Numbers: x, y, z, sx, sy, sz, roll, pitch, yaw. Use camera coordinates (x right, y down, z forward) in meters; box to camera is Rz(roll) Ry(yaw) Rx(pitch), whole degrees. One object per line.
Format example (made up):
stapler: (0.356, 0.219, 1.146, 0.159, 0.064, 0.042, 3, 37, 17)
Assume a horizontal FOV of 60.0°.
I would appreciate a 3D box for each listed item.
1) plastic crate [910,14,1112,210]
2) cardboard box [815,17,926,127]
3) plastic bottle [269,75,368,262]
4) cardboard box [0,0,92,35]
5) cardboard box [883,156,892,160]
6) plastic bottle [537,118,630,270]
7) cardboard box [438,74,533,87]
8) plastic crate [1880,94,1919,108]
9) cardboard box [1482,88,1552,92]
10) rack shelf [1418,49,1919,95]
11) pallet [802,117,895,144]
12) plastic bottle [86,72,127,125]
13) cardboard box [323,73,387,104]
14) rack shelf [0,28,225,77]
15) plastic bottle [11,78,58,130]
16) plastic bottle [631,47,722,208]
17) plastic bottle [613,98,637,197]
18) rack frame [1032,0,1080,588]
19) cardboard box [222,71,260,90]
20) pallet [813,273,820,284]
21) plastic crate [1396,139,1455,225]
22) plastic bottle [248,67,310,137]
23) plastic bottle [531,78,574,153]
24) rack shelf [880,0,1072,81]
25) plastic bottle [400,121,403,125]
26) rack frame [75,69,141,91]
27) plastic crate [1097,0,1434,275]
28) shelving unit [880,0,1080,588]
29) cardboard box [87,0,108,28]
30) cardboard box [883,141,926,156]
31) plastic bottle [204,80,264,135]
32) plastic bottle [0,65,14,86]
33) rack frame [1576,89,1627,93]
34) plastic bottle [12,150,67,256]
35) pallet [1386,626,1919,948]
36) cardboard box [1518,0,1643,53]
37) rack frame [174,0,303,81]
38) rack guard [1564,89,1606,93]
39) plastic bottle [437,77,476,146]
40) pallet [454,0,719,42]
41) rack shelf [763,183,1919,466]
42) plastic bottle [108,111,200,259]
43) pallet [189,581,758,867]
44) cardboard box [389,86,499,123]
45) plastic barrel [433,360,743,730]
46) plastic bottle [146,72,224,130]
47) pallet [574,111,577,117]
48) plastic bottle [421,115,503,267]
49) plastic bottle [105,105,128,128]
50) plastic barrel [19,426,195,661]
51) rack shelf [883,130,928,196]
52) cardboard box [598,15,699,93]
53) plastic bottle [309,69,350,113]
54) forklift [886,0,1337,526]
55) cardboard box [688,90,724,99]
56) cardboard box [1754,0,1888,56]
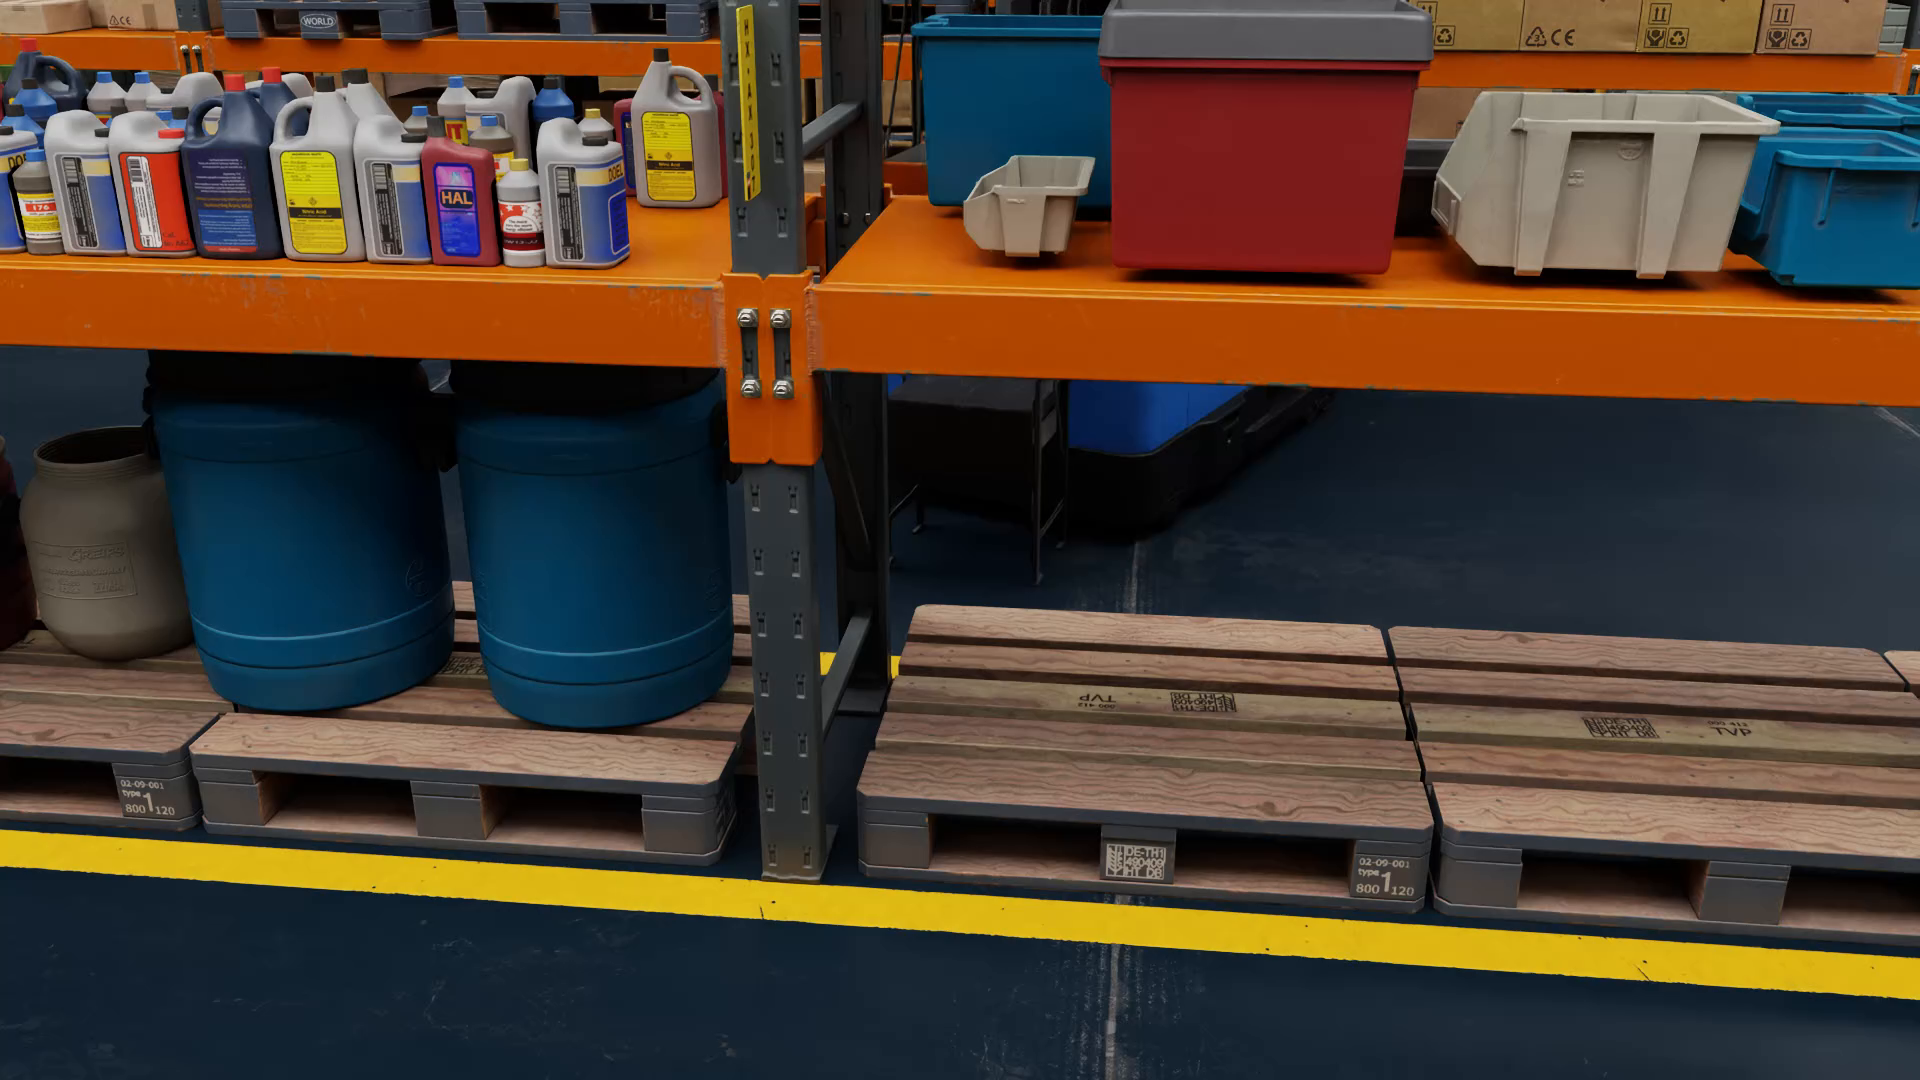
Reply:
plastic crate: (0.199, -0.964, 3.739, 0.575, 0.384, 0.392, 2, 22, 6)
cardboard box: (-0.682, -3.670, 12.996, 0.750, 0.750, 0.750, 3, 22, 8)
plastic bottle: (-1.256, -0.737, 3.290, 0.185, 0.351, 0.144, 2, 22, 6)
cardboard box: (-4.616, -2.642, 8.384, 0.250, 0.149, 0.380, 2, 22, 6)
cardboard box: (-0.242, -1.606, 8.225, 0.500, 0.500, 0.500, 2, 22, 6)
plastic bottle: (-0.734, -0.681, 3.250, 0.135, 0.276, 0.152, 2, 22, 6)
cardboard box: (-3.832, -3.684, 13.479, 0.500, 0.500, 0.700, 3, 22, 7)
plastic crate: (2.154, -0.804, 3.540, 0.300, 0.233, 0.416, 2, 22, 6)
cardboard box: (4.127, -3.310, 12.561, 0.500, 0.500, 0.700, 2, 22, 6)
rack shelf: (2.268, -2.227, 7.970, 4.000, 0.370, 1.077, 2, 22, 6)
pallet: (-1.129, -3.217, 13.291, 1.213, 0.211, 1.003, 2, 22, 6)
plastic bottle: (-2.078, -1.008, 4.084, 0.097, 0.271, 0.097, 0, 22, 0)
cardboard box: (-4.827, -3.760, 13.671, 0.500, 0.500, 0.700, 2, 22, 6)
rack shelf: (-5.676, -2.573, 8.846, 4.000, 0.370, 1.077, 2, 22, 6)
plastic bottle: (-2.191, -0.959, 3.962, 0.097, 0.271, 0.097, 0, 22, 0)
plastic bottle: (-0.656, -0.952, 3.834, 0.185, 0.351, 0.144, 2, 22, 6)
plastic bottle: (-0.751, -0.962, 3.953, 0.133, 0.283, 0.061, 2, 22, 6)
rack frame: (0.283, -0.902, 4.866, 0.015, 2.100, 0.400, 6, 22, 15)
cardboard box: (-5.831, -3.815, 13.811, 0.500, 0.500, 0.700, 2, 22, 5)
pallet: (-0.530, -1.372, 8.624, 1.213, 0.211, 1.003, 2, 22, 6)
plastic crate: (0.839, -0.789, 3.648, 0.590, 0.125, 0.437, 2, 22, 6)
plastic bottle: (-1.422, -0.797, 3.444, 0.185, 0.351, 0.144, 2, 22, 6)
plastic bottle: (-0.964, -0.959, 3.962, 0.097, 0.271, 0.097, 0, 22, 0)
rack shelf: (0.049, -1.566, 4.679, 0.480, 0.518, 0.431, 6, 22, 15)
plastic bottle: (-1.388, -0.945, 4.021, 0.097, 0.201, 0.097, 0, 22, 0)
rack frame: (-7.083, -4.803, 13.508, 0.127, 3.000, 1.000, 2, 22, 6)
plastic crate: (0.553, -0.767, 3.131, 0.583, 0.464, 0.402, 2, 22, 6)
shelving unit: (0.049, -0.928, 4.931, 0.503, 2.100, 0.431, 6, 22, 15)
cardboard box: (-4.555, -2.889, 8.788, 0.500, 0.311, 0.500, 2, 22, 6)
cardboard box: (-0.170, -1.800, 8.714, 0.500, 0.500, 0.500, 2, 22, 4)
plastic bottle: (-1.657, -0.925, 3.869, 0.135, 0.276, 0.152, 2, 22, 6)
plastic bottle: (-2.374, -1.033, 4.132, 0.133, 0.283, 0.061, 2, 22, 6)
rack frame: (4.834, -4.283, 12.194, 0.127, 3.000, 1.000, 2, 22, 6)
plastic bottle: (-1.850, -0.684, 3.361, 0.097, 0.201, 0.097, 0, 22, 0)
pallet: (1.645, 0.527, 3.820, 1.213, 0.211, 1.003, 2, 22, 6)
cardboard box: (2.767, -2.486, 7.512, 0.500, 0.500, 0.500, 3, 22, 7)
rack frame: (-3.690, -2.821, 8.495, 0.127, 3.000, 1.000, 2, 22, 6)
rack guard: (4.857, -3.120, 12.651, 0.348, 0.500, 1.175, 2, 22, 6)
plastic bottle: (-1.195, -0.969, 3.987, 0.097, 0.271, 0.097, 0, 22, 0)
pallet: (-1.758, -2.649, 8.321, 1.213, 0.211, 1.003, 2, 22, 6)
rack shelf: (1.682, -0.418, 3.396, 4.000, 0.370, 1.077, 2, 22, 6)
plastic bottle: (-1.598, -0.718, 3.346, 0.135, 0.276, 0.152, 2, 22, 6)
pallet: (-1.066, 0.409, 4.119, 1.213, 0.211, 1.003, 2, 22, 6)
cardboard box: (-2.677, -2.256, 8.848, 0.500, 0.250, 0.500, 3, 22, 8)
plastic barrel: (-0.843, -0.089, 3.867, 0.708, 0.901, 0.600, 2, 22, 6)
plastic bottle: (-1.869, -0.991, 4.035, 0.135, 0.276, 0.152, 2, 22, 6)
pallet: (-3.887, -3.367, 13.669, 1.213, 0.211, 1.003, 2, 22, 6)
plastic bottle: (-0.969, -0.677, 3.232, 0.133, 0.283, 0.061, 2, 22, 6)
plastic bottle: (-1.735, -0.768, 3.478, 0.097, 0.271, 0.097, 0, 22, 0)
plastic barrel: (-2.096, 0.005, 4.160, 0.421, 0.512, 0.421, 0, 22, 0)
rack shelf: (0.049, -0.915, 4.936, 0.480, 0.518, 0.431, 6, 22, 15)
cardboard box: (-2.396, -3.745, 13.186, 0.750, 0.750, 0.750, 2, 22, 6)
plastic bottle: (-1.500, -0.995, 4.036, 0.133, 0.283, 0.061, 2, 22, 6)
forklift: (0.889, -1.903, 6.266, 1.130, 2.935, 3.031, 12, 25, 28)
cardboard box: (-1.163, -2.192, 8.685, 0.500, 0.250, 0.500, 3, 22, 6)
cardboard box: (3.778, -2.441, 7.398, 0.500, 0.500, 0.500, 3, 22, 8)
